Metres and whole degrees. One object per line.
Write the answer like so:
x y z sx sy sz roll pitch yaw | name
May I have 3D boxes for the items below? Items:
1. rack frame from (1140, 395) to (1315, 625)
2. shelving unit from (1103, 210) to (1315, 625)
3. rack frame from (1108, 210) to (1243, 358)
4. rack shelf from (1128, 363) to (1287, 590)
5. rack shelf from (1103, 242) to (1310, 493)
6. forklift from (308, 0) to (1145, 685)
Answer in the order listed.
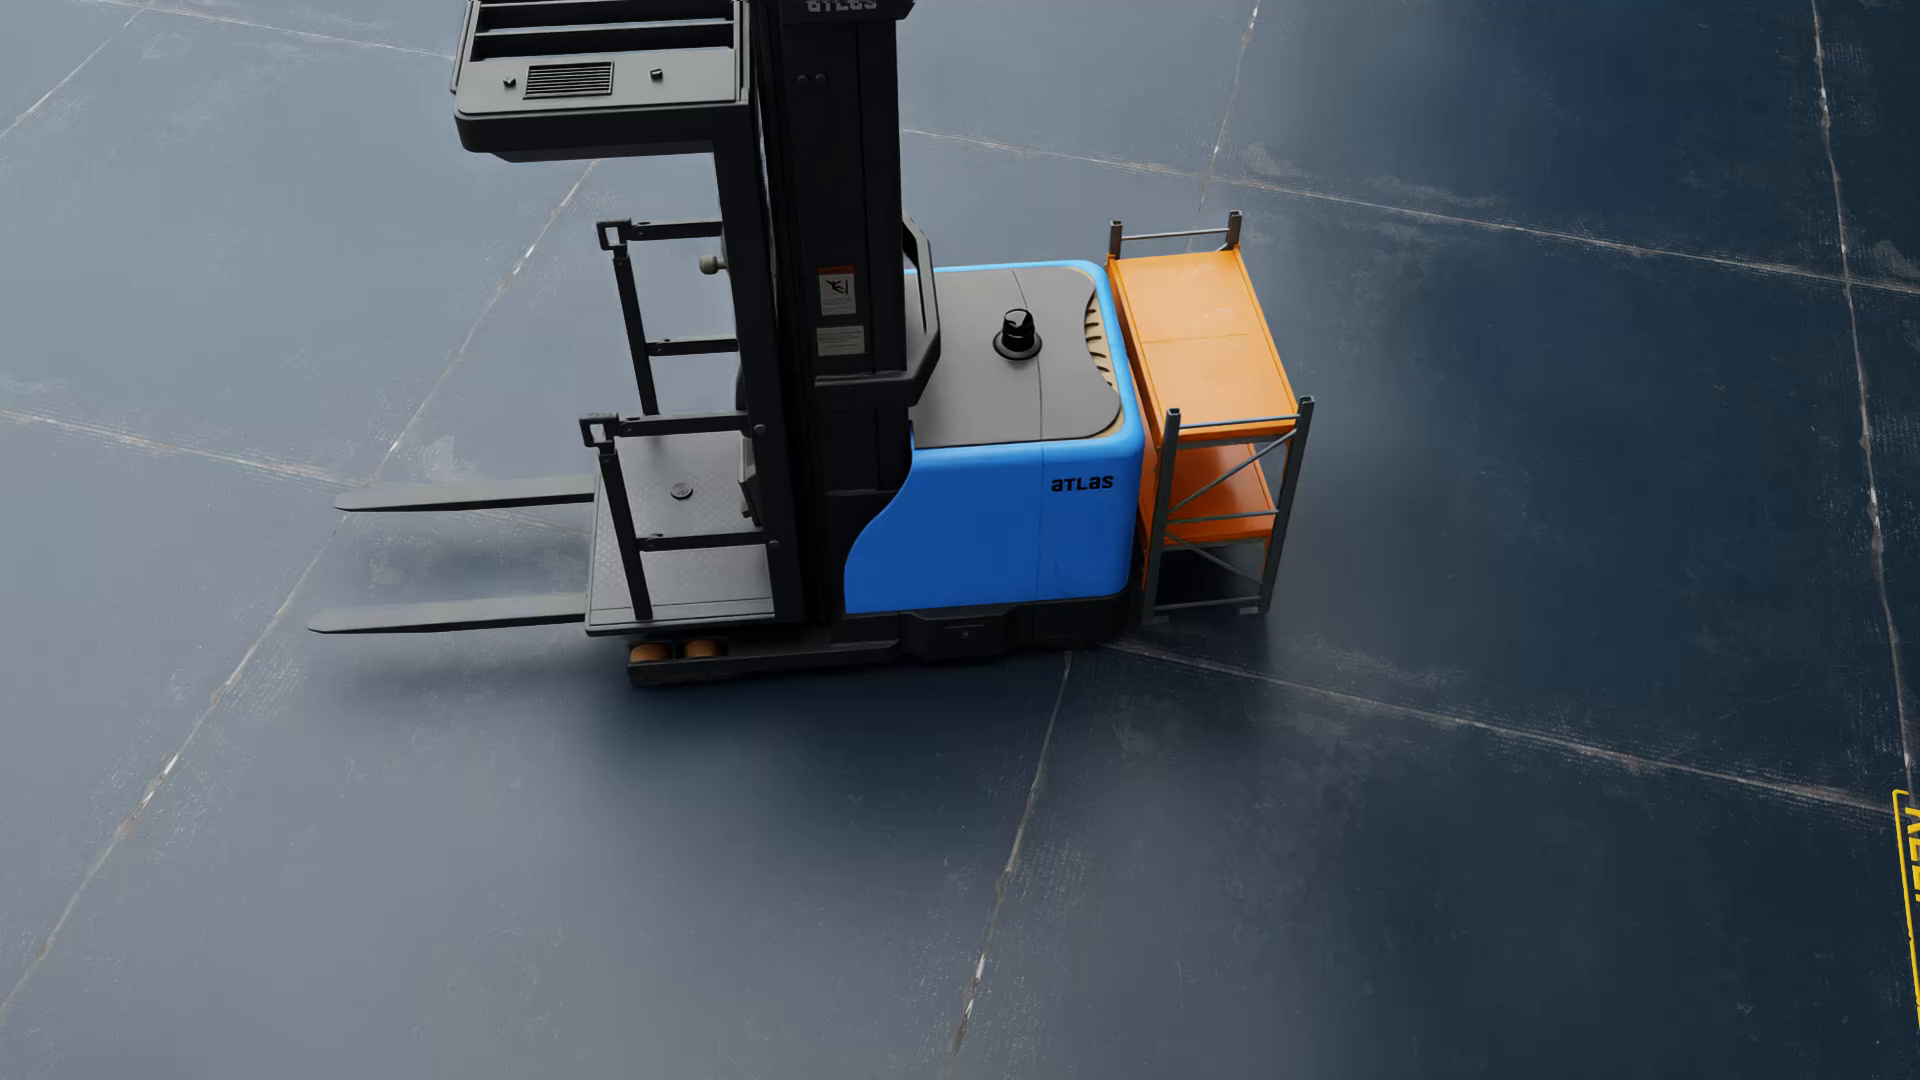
0.941 -0.080 5.989 0.500 1.125 0.032 -5 49 -5 | rack frame
0.877 -0.458 6.323 0.538 1.125 1.048 -5 49 -5 | shelving unit
0.812 -0.836 6.656 0.500 1.125 0.032 -5 49 -5 | rack frame
0.877 -0.296 6.506 0.538 0.278 1.000 -5 49 -5 | rack shelf
0.877 -0.652 6.103 0.538 0.278 1.000 -5 49 -5 | rack shelf
-0.910 -0.847 5.462 3.031 2.935 1.130 -4 49 -3 | forklift
